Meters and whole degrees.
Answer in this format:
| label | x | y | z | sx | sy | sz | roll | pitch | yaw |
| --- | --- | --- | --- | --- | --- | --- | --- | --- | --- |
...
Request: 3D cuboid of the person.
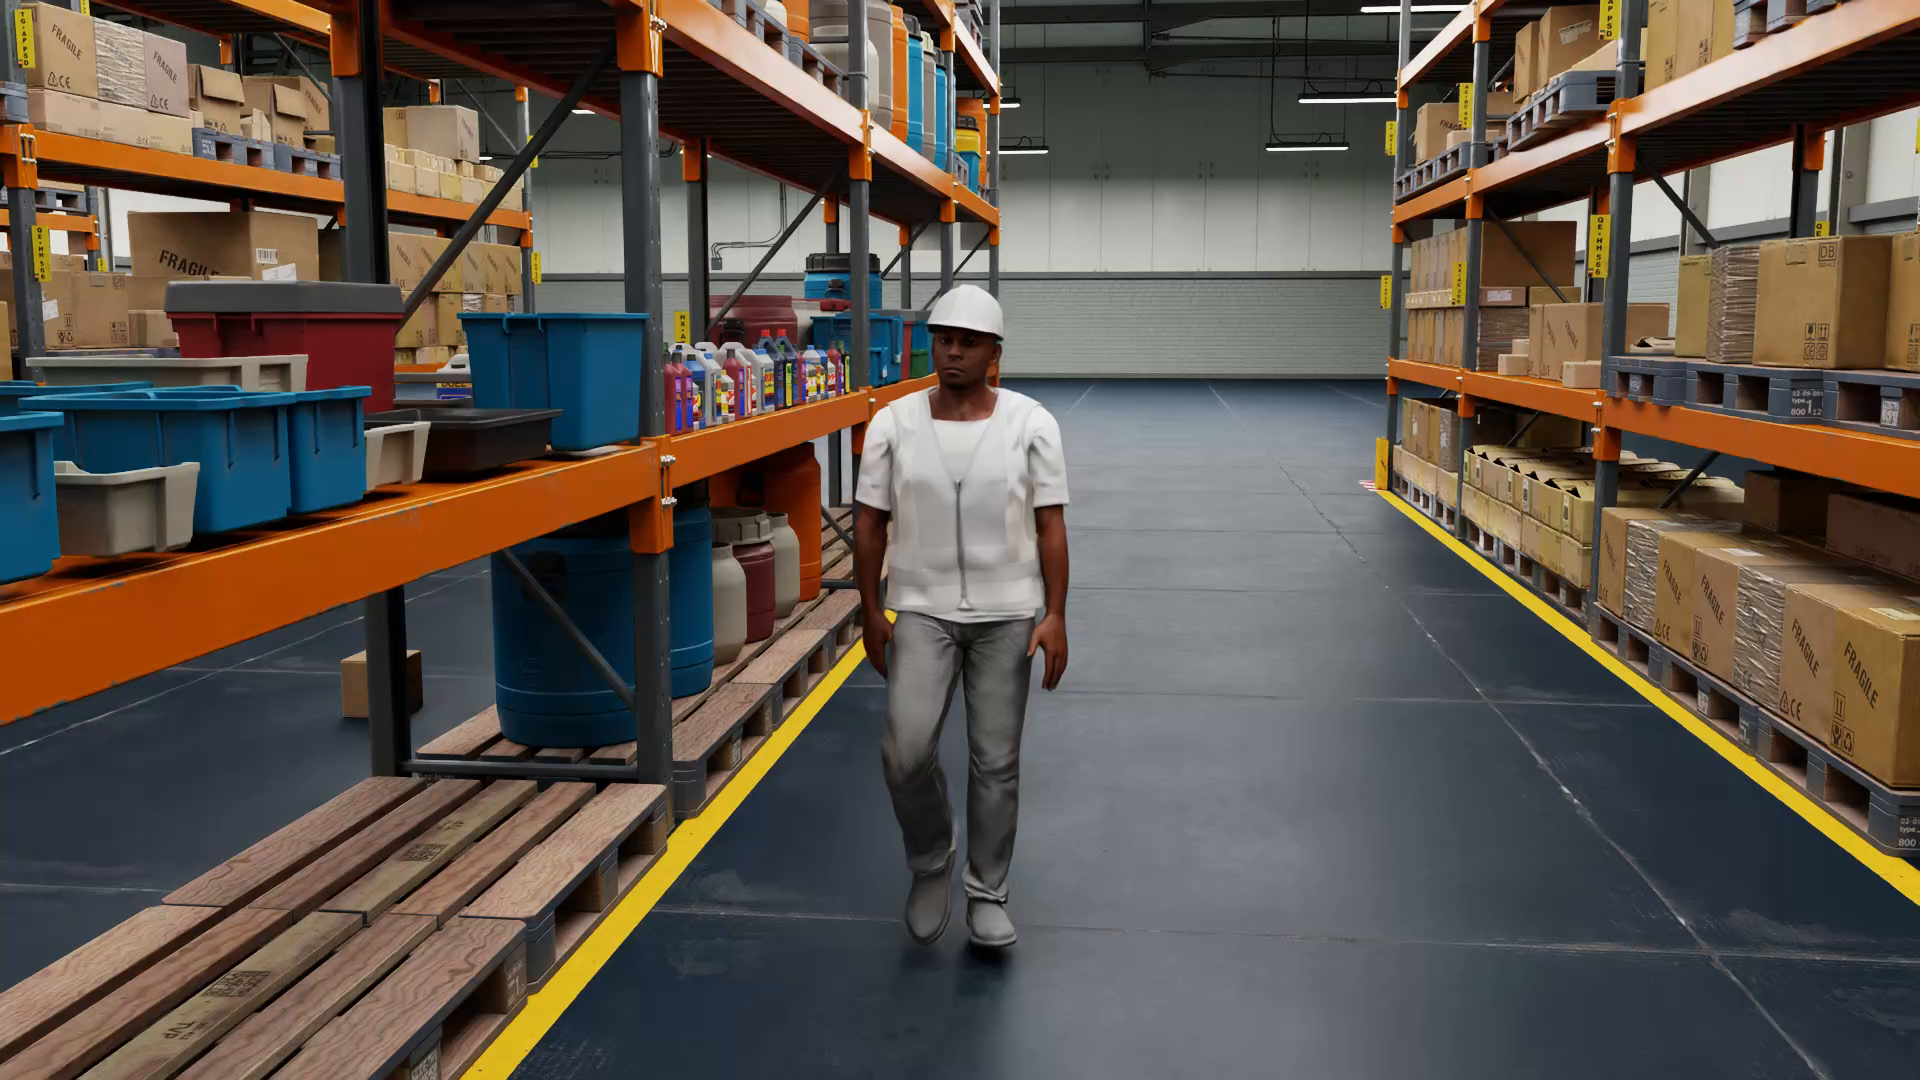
| label | x | y | z | sx | sy | sz | roll | pitch | yaw |
| --- | --- | --- | --- | --- | --- | --- | --- | --- | --- |
| person | 0.002 | 0.220 | 4.414 | 0.578 | 1.780 | 0.463 | 0 | 8 | 0 |
